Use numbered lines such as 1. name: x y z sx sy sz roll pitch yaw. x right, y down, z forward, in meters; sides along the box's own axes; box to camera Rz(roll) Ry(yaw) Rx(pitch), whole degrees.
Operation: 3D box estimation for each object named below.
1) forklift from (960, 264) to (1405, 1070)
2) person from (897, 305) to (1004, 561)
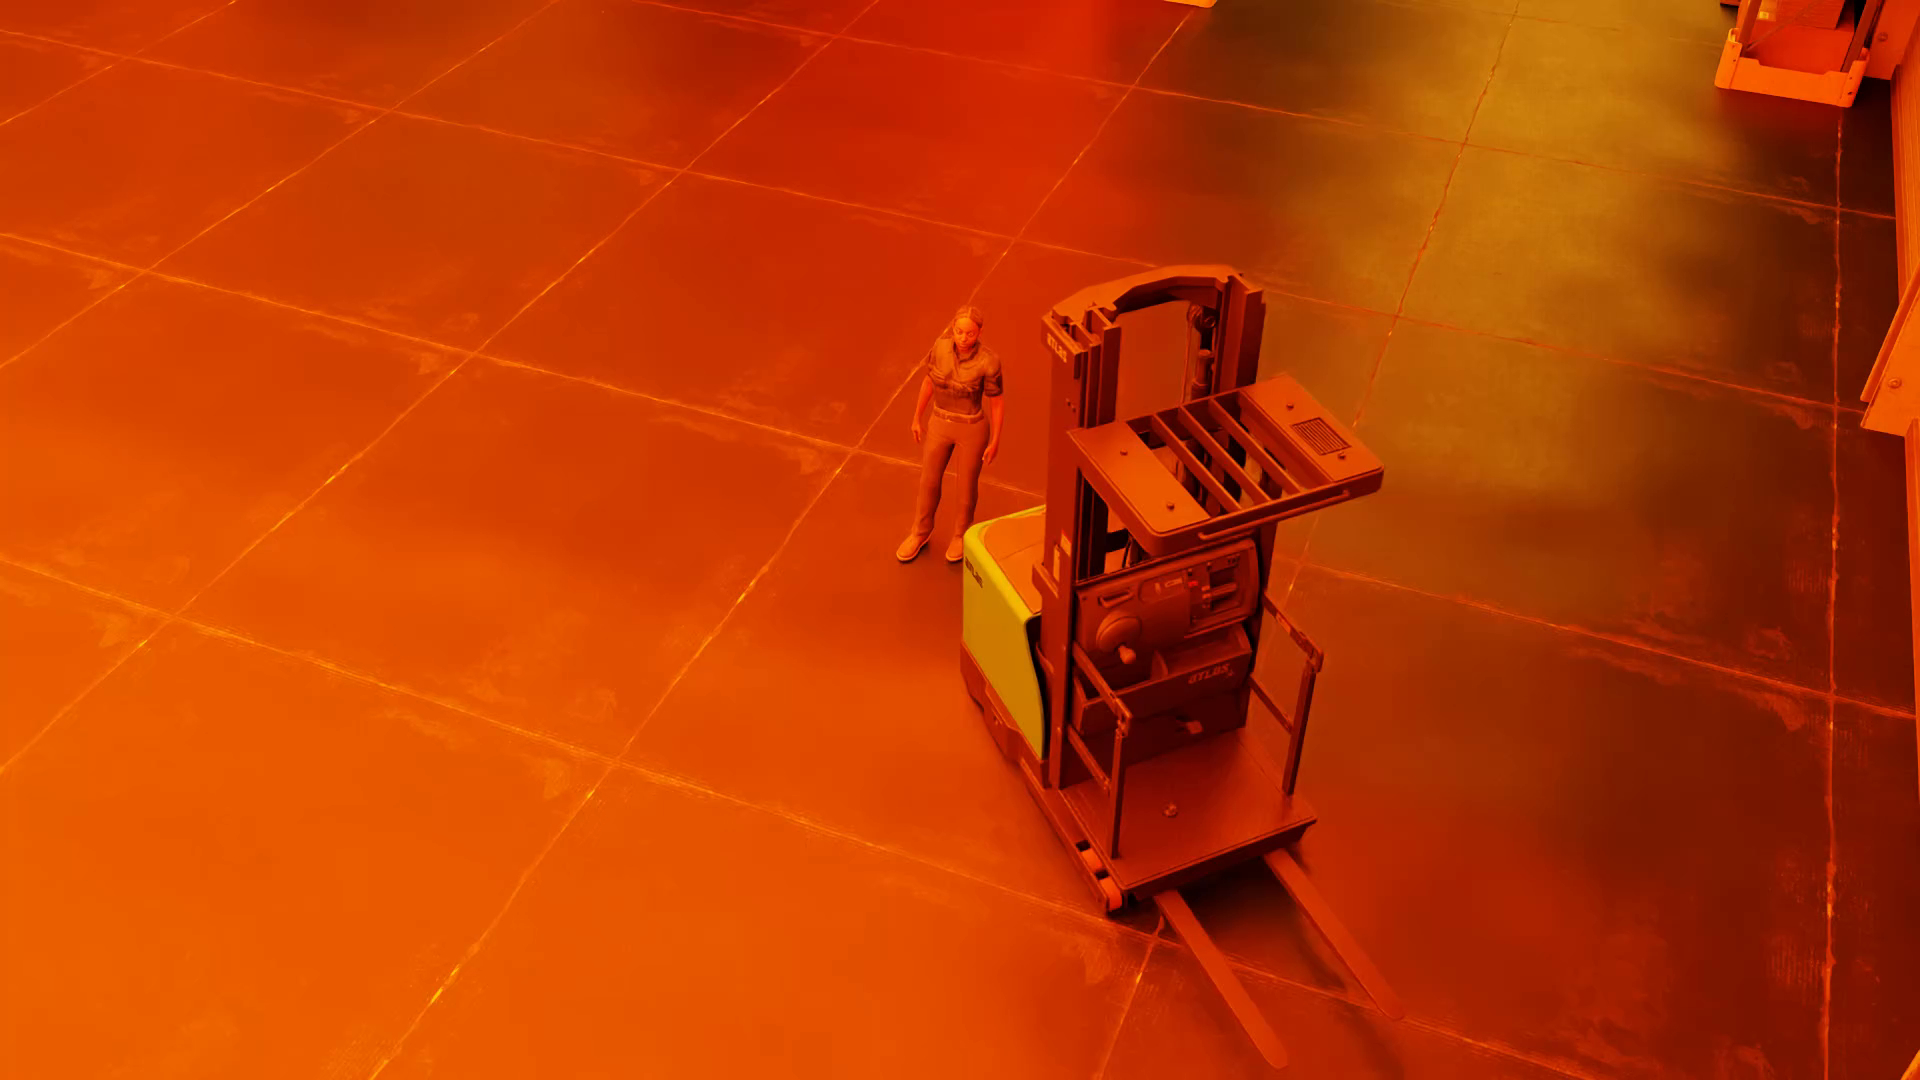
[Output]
1. forklift: 1.064 0.369 7.565 1.130 2.935 3.031 -16 43 -18
2. person: -0.052 -0.593 9.697 0.569 1.656 0.503 15 42 17
